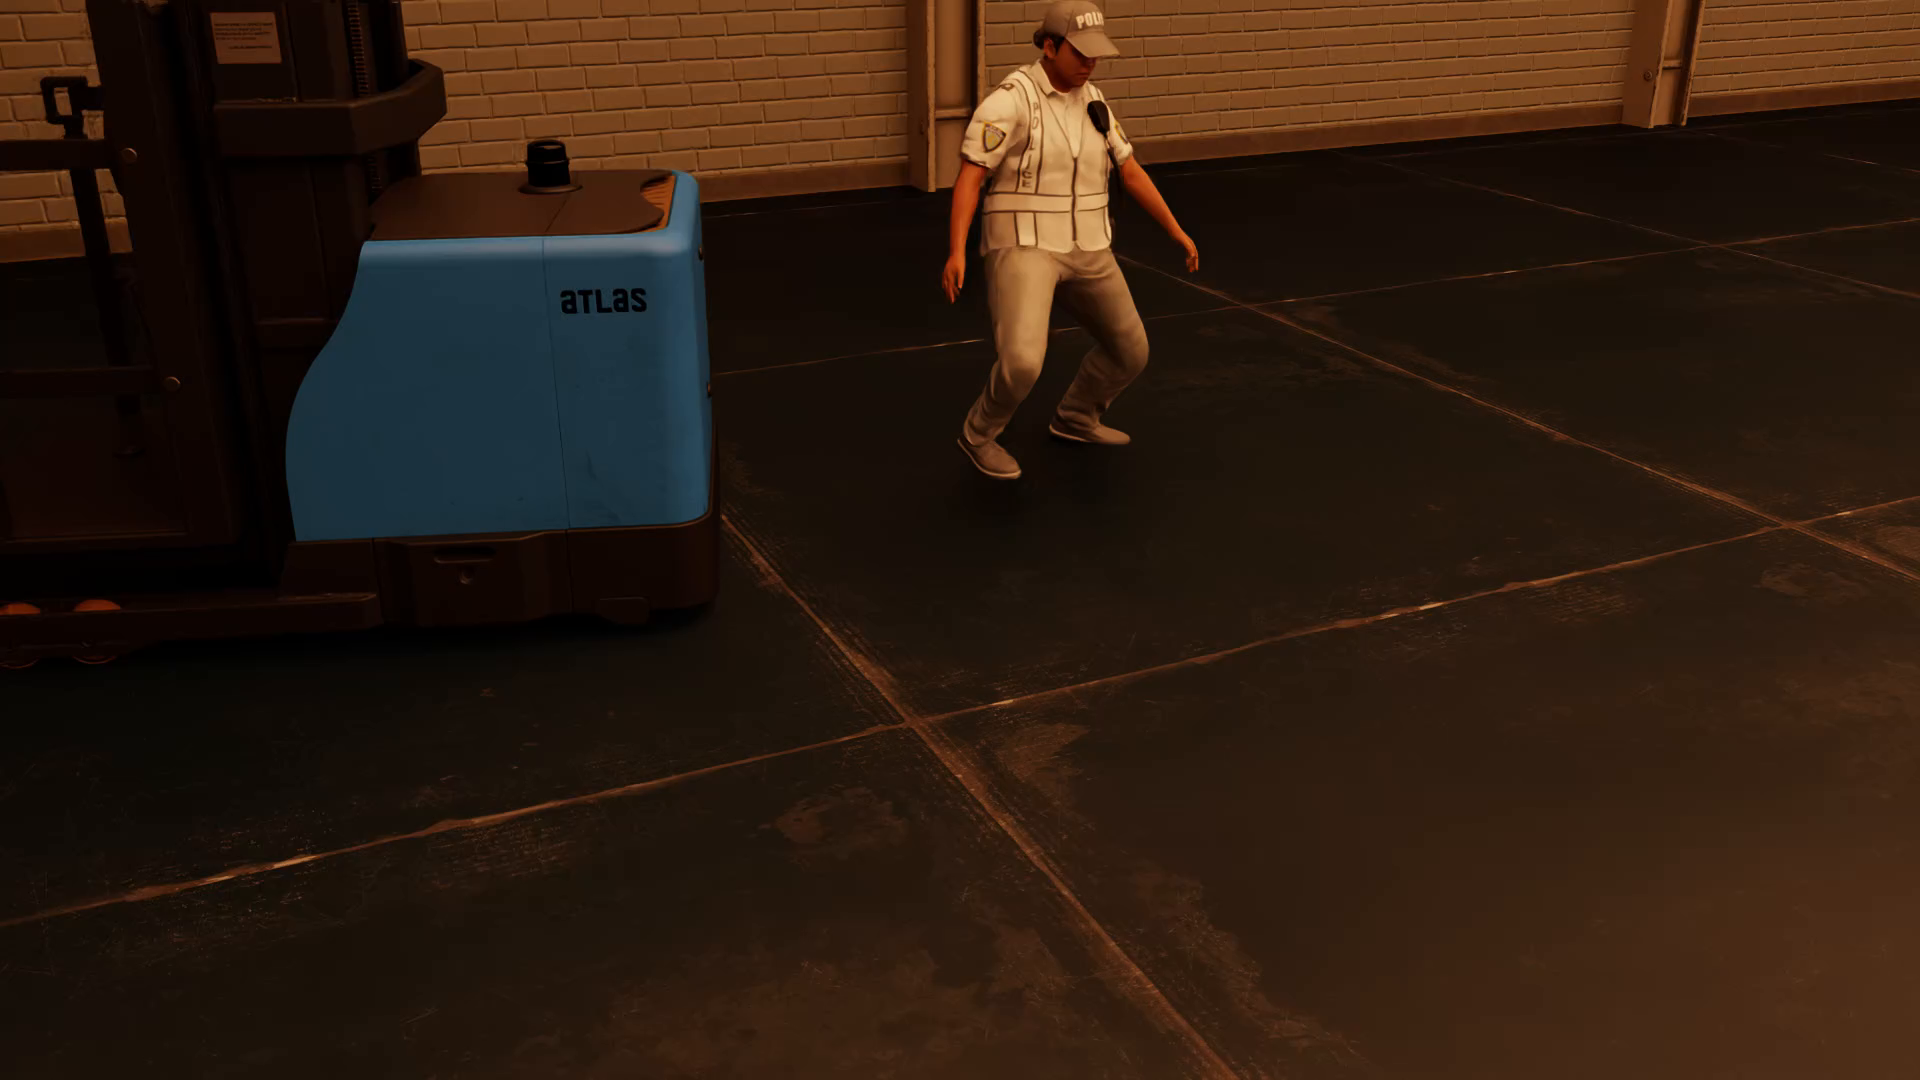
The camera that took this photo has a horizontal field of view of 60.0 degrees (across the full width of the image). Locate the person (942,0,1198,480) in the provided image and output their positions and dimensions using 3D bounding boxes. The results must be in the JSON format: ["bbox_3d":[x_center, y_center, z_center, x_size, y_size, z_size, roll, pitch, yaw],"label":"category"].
[{"bbox_3d":[0.327,-0.943,5.403,0.877,1.560,0.626,-12,26,-27],"label":"person"}]

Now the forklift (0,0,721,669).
[{"bbox_3d":[-2.223,-1.235,4.259,3.031,2.935,1.130,-3,23,-6],"label":"forklift"}]
